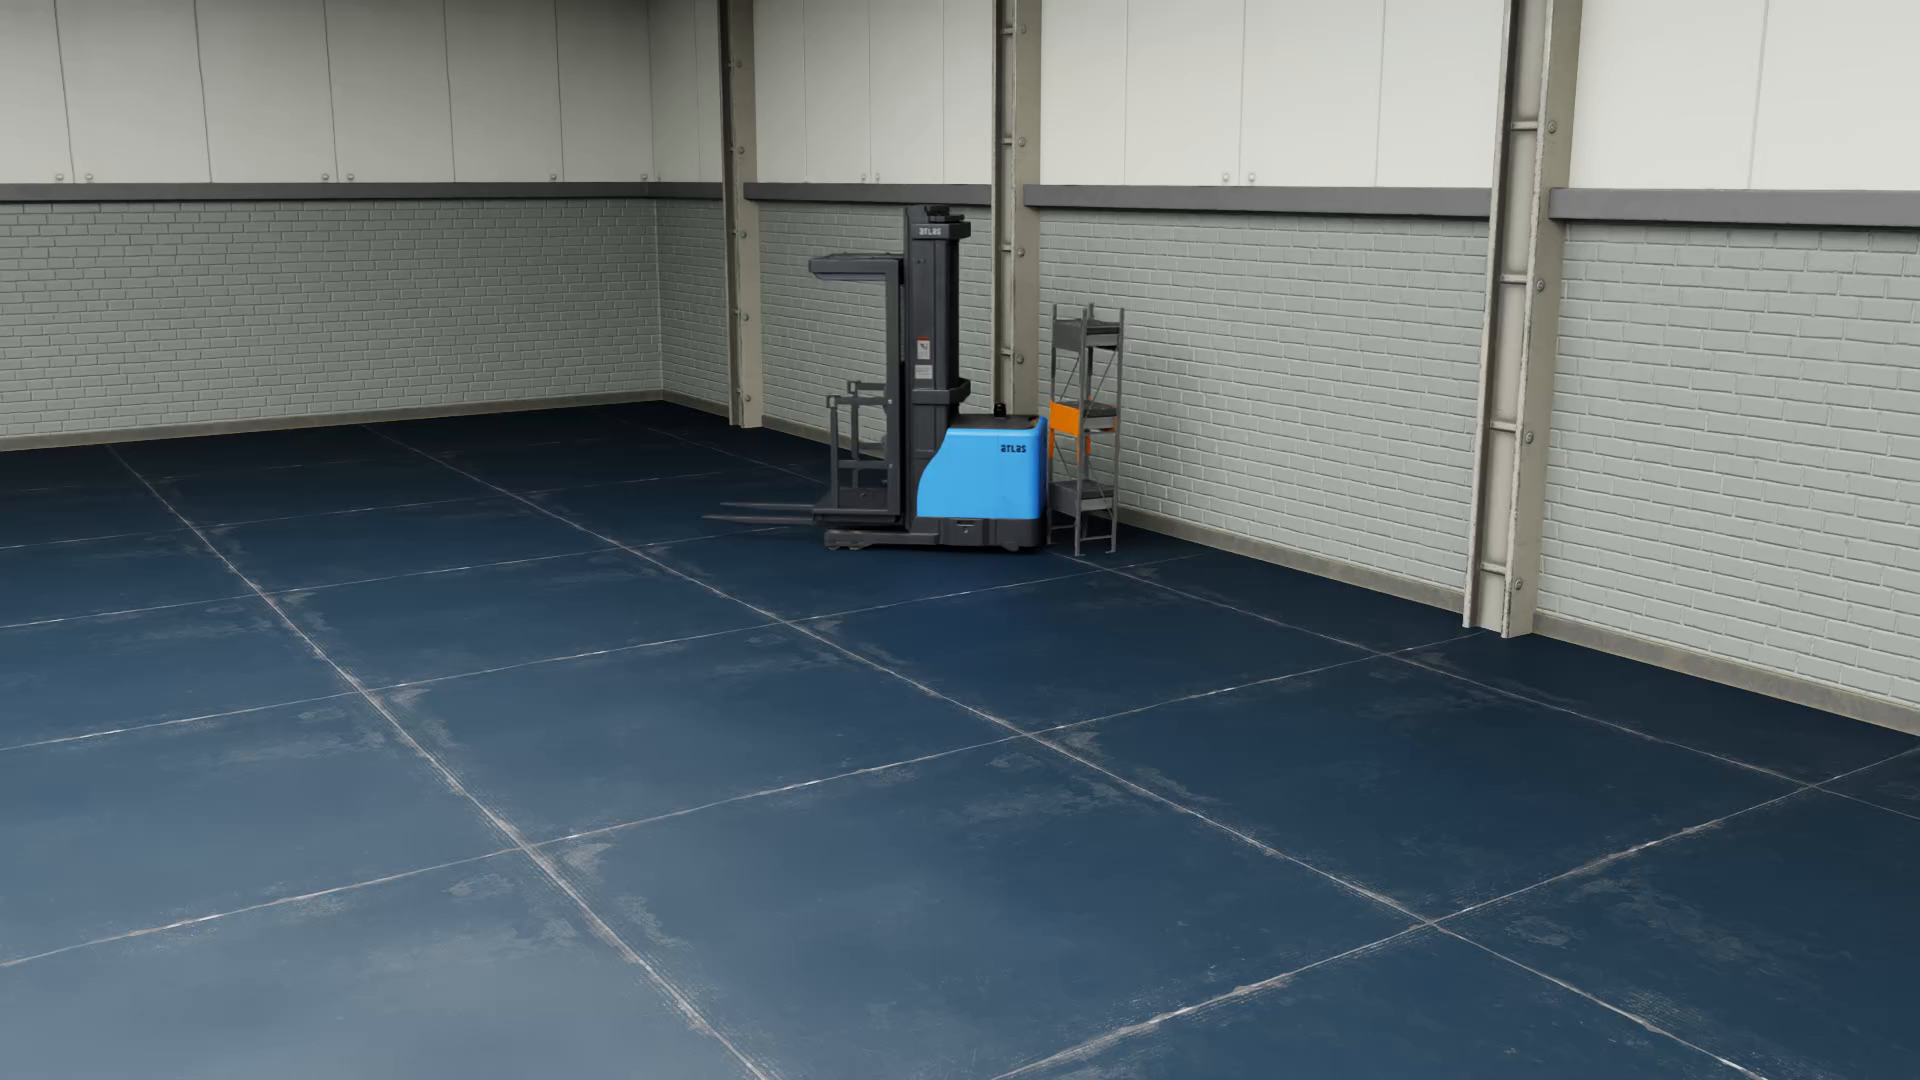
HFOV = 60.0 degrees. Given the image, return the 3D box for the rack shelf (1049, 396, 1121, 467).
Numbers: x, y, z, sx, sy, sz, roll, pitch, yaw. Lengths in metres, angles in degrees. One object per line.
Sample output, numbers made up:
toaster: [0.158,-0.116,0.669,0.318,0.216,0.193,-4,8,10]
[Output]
rack shelf: [1.068,-0.938,14.271,0.431,0.518,0.480,-6,15,-26]

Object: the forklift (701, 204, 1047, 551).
forklift: [-0.759,-1.451,14.635,3.031,2.935,1.130,1,12,7]

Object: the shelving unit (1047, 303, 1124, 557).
shelving unit: [1.068,-0.951,14.268,0.431,2.100,0.503,-6,15,-26]

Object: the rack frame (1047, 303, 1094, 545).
rack frame: [0.957,-1.001,14.479,0.400,2.100,0.015,-6,15,-26]

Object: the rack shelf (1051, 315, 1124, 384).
rack shelf: [1.077,-1.619,14.114,0.431,0.518,0.480,-6,15,-26]

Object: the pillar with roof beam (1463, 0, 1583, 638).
pillar with roof beam: [0.282,-3.248,8.650,9.100,9.000,0.400,-8,15,-33]

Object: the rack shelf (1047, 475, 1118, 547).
rack shelf: [1.058,-0.256,14.429,0.431,0.518,0.480,-6,15,-26]

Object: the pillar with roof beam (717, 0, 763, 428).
pillar with roof beam: [-6.367,-5.382,18.409,9.100,9.000,0.400,-8,15,-33]

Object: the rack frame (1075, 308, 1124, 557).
rack frame: [1.179,-0.900,14.057,0.400,2.100,0.015,-6,15,-26]

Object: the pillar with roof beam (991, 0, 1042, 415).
pillar with roof beam: [-3.042,-4.315,13.529,9.100,9.000,0.400,-8,15,-33]
